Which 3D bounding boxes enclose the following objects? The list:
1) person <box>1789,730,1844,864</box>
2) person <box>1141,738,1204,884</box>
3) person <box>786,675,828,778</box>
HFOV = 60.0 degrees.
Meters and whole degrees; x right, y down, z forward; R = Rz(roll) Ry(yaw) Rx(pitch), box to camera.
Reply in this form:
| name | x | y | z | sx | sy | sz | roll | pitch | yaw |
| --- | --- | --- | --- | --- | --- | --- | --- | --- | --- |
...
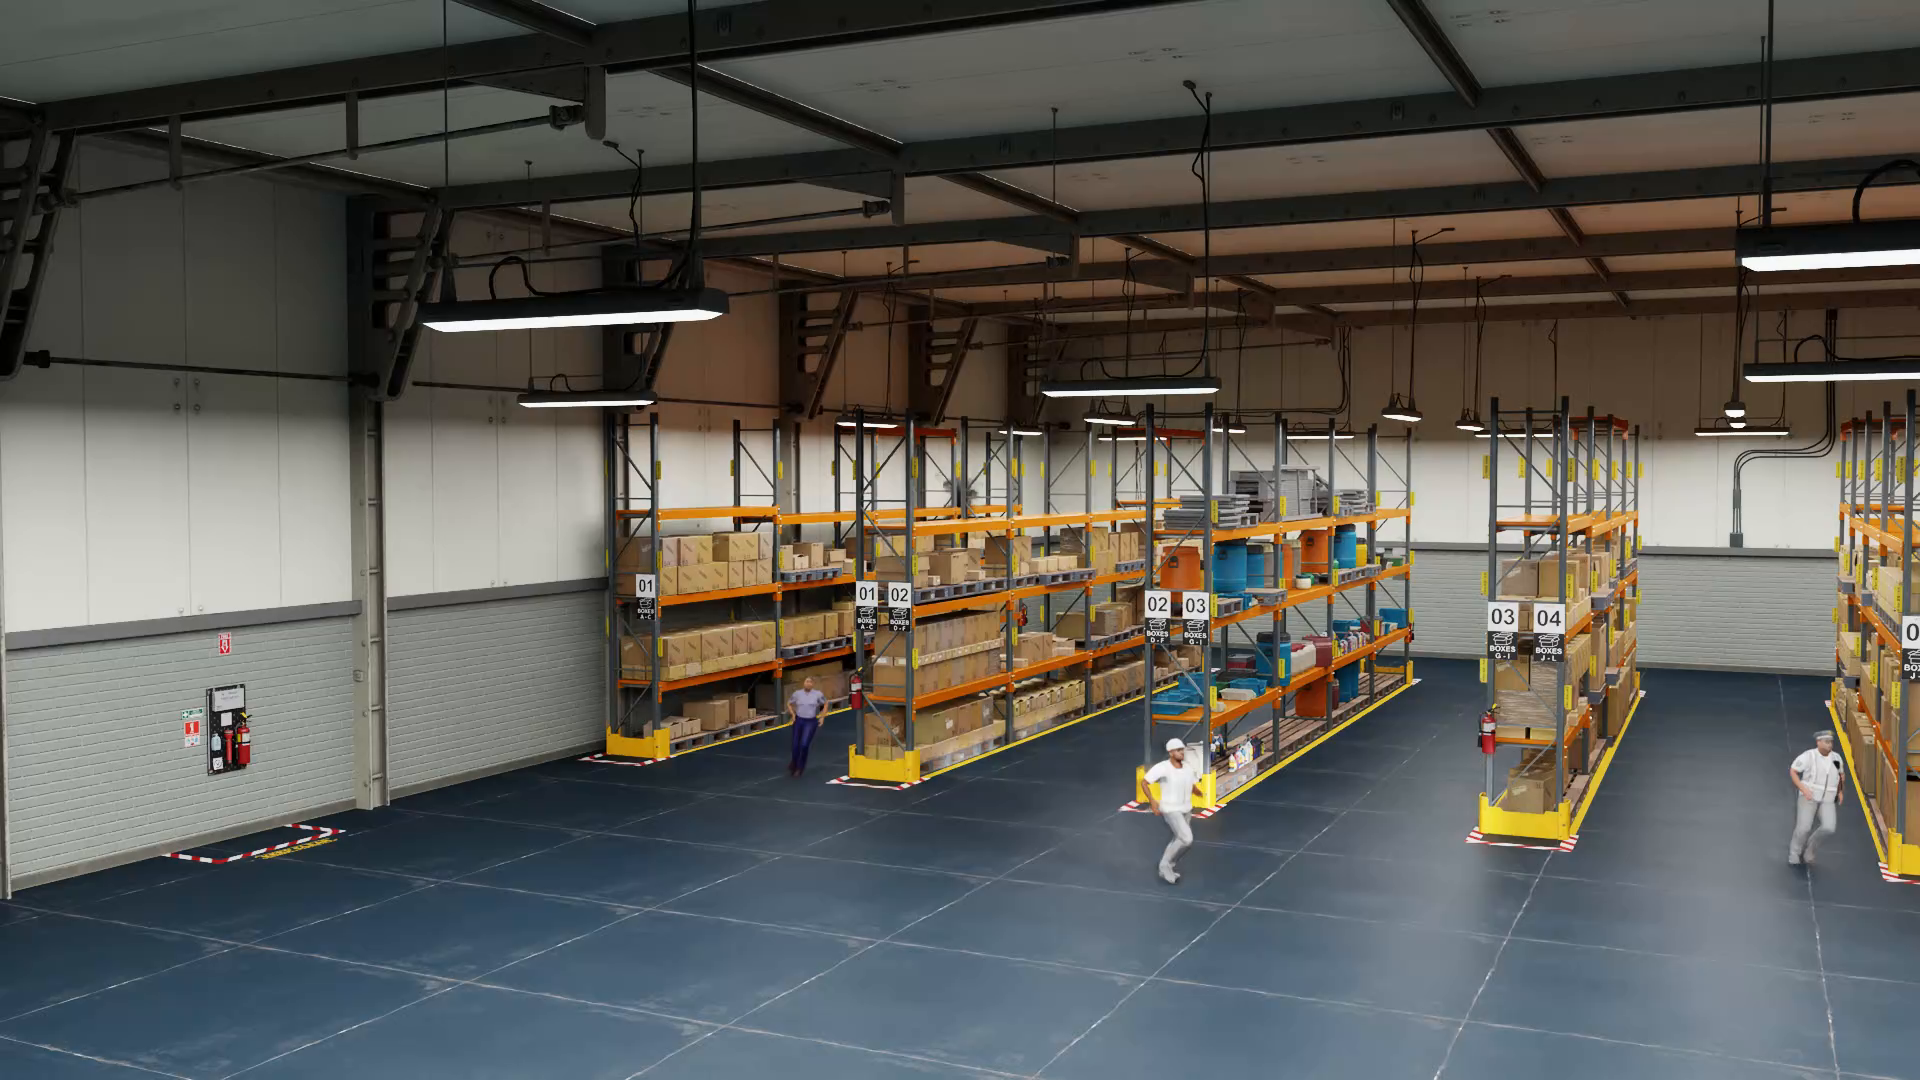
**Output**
| name | x | y | z | sx | sy | sz | roll | pitch | yaw |
| --- | --- | --- | --- | --- | --- | --- | --- | --- | --- |
| person | 10.878 | 3.253 | 21.020 | 0.720 | 1.716 | 0.556 | 0 | 2 | 6 |
| person | 2.639 | 3.273 | 20.090 | 0.685 | 1.740 | 0.664 | -2 | 3 | -41 |
| person | -2.544 | 3.056 | 27.332 | 0.693 | 1.673 | 0.698 | 0 | 2 | 8 |
